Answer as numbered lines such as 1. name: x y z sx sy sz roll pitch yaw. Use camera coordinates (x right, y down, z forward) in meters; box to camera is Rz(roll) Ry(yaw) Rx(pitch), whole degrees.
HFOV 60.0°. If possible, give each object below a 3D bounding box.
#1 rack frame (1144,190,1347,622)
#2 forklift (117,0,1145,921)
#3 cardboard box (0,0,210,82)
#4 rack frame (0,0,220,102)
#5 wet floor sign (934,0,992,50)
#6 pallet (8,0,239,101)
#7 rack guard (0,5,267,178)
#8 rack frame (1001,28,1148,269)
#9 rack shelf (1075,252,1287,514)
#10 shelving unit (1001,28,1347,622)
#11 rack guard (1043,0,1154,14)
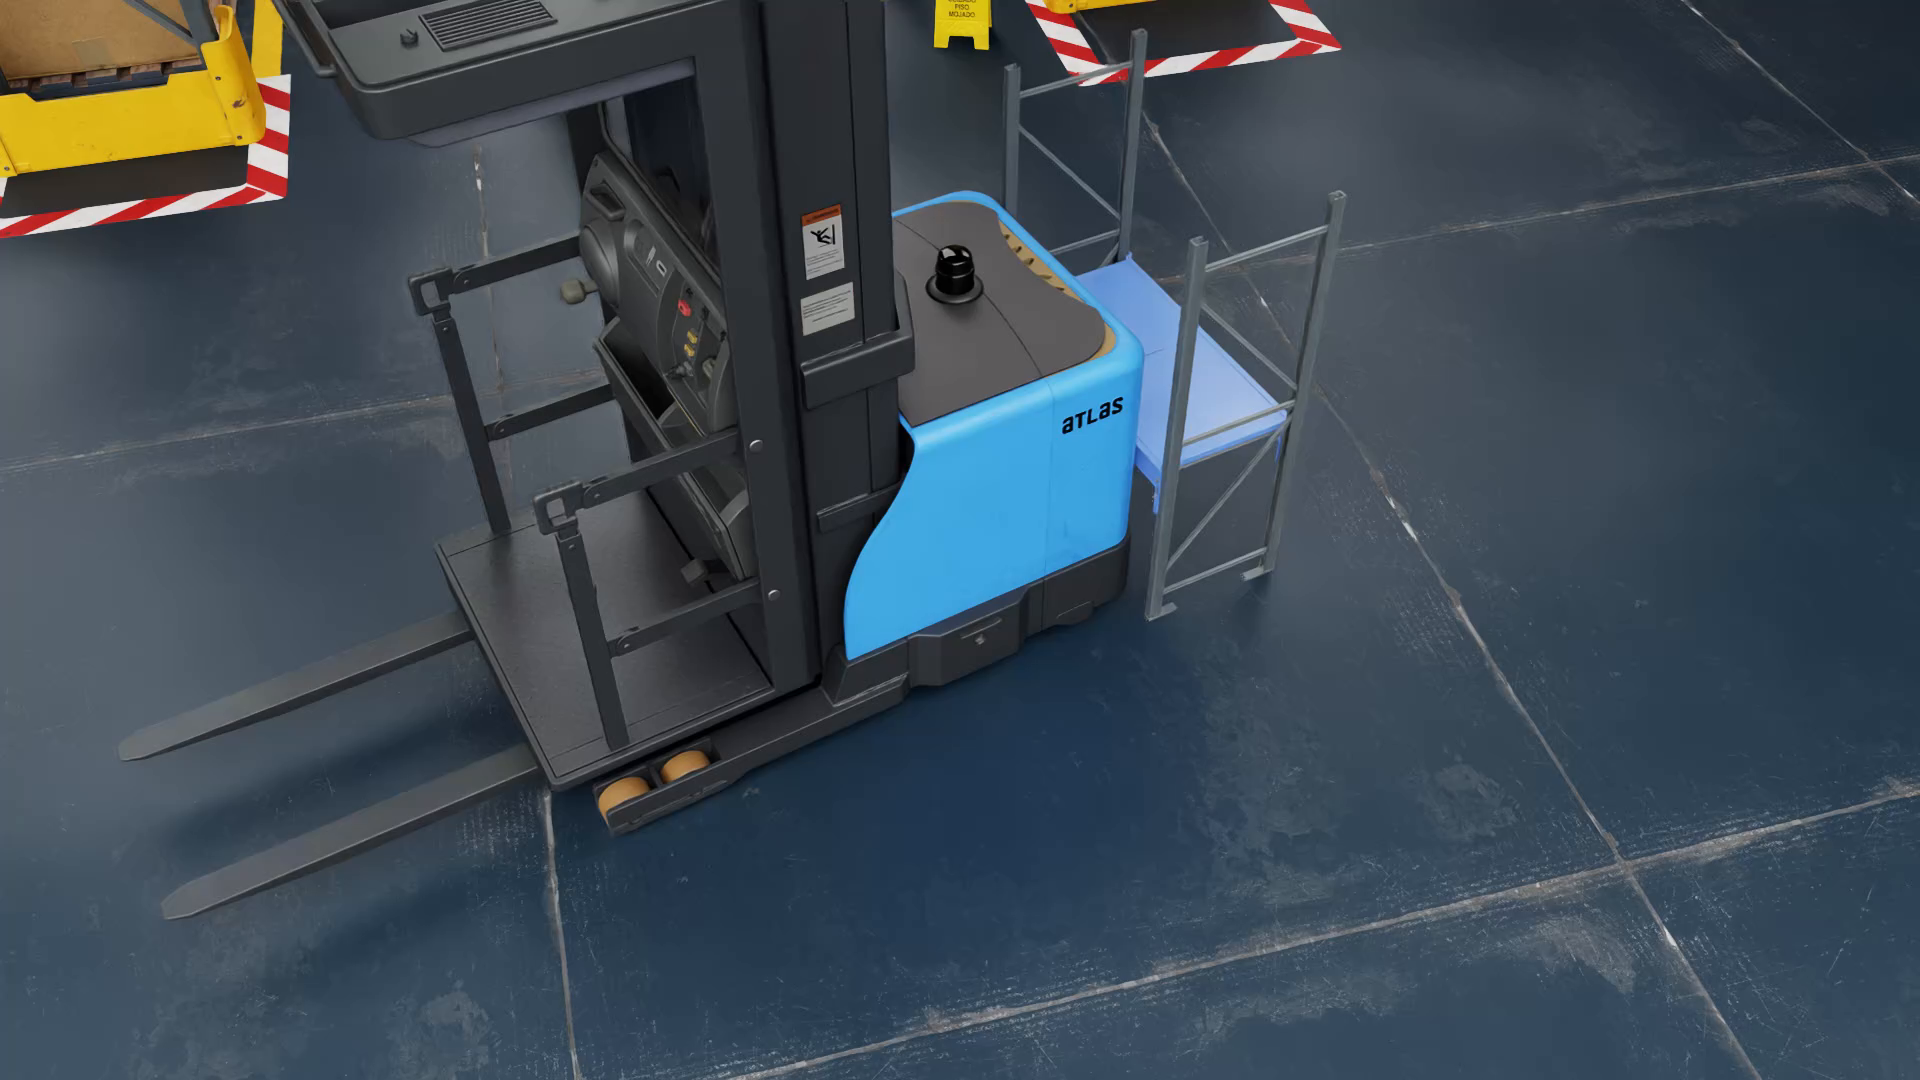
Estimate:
1. rack frame: 0.838 -0.349 5.042 0.500 1.500 0.032 -21 49 -19
2. forklift: -0.981 -0.601 4.287 3.031 2.935 1.130 -22 50 -21
3. cardboard box: -3.995 -2.734 7.523 0.875 0.875 0.875 -10 47 -10
4. rack frame: -3.757 -2.875 6.467 1.000 3.000 0.127 -11 47 -10
5. wet floor sign: 0.016 -2.699 7.943 0.267 0.644 0.232 4 46 4
6. pallet: -4.037 -2.436 7.990 1.003 0.211 1.213 -11 47 -10
7. rack guard: -3.751 -1.983 7.344 1.175 0.500 0.348 -11 47 -10
8. rack frame: 0.361 -0.990 5.670 0.500 1.500 0.032 -21 49 -19
9. rack shelf: 0.600 -0.544 5.485 0.538 0.185 1.000 -21 49 -19
10. shelving unit: 0.600 -0.670 5.356 0.538 1.500 1.048 -21 49 -19
11. rack guard: 0.983 -3.027 8.367 1.175 0.500 0.348 -11 47 -10
